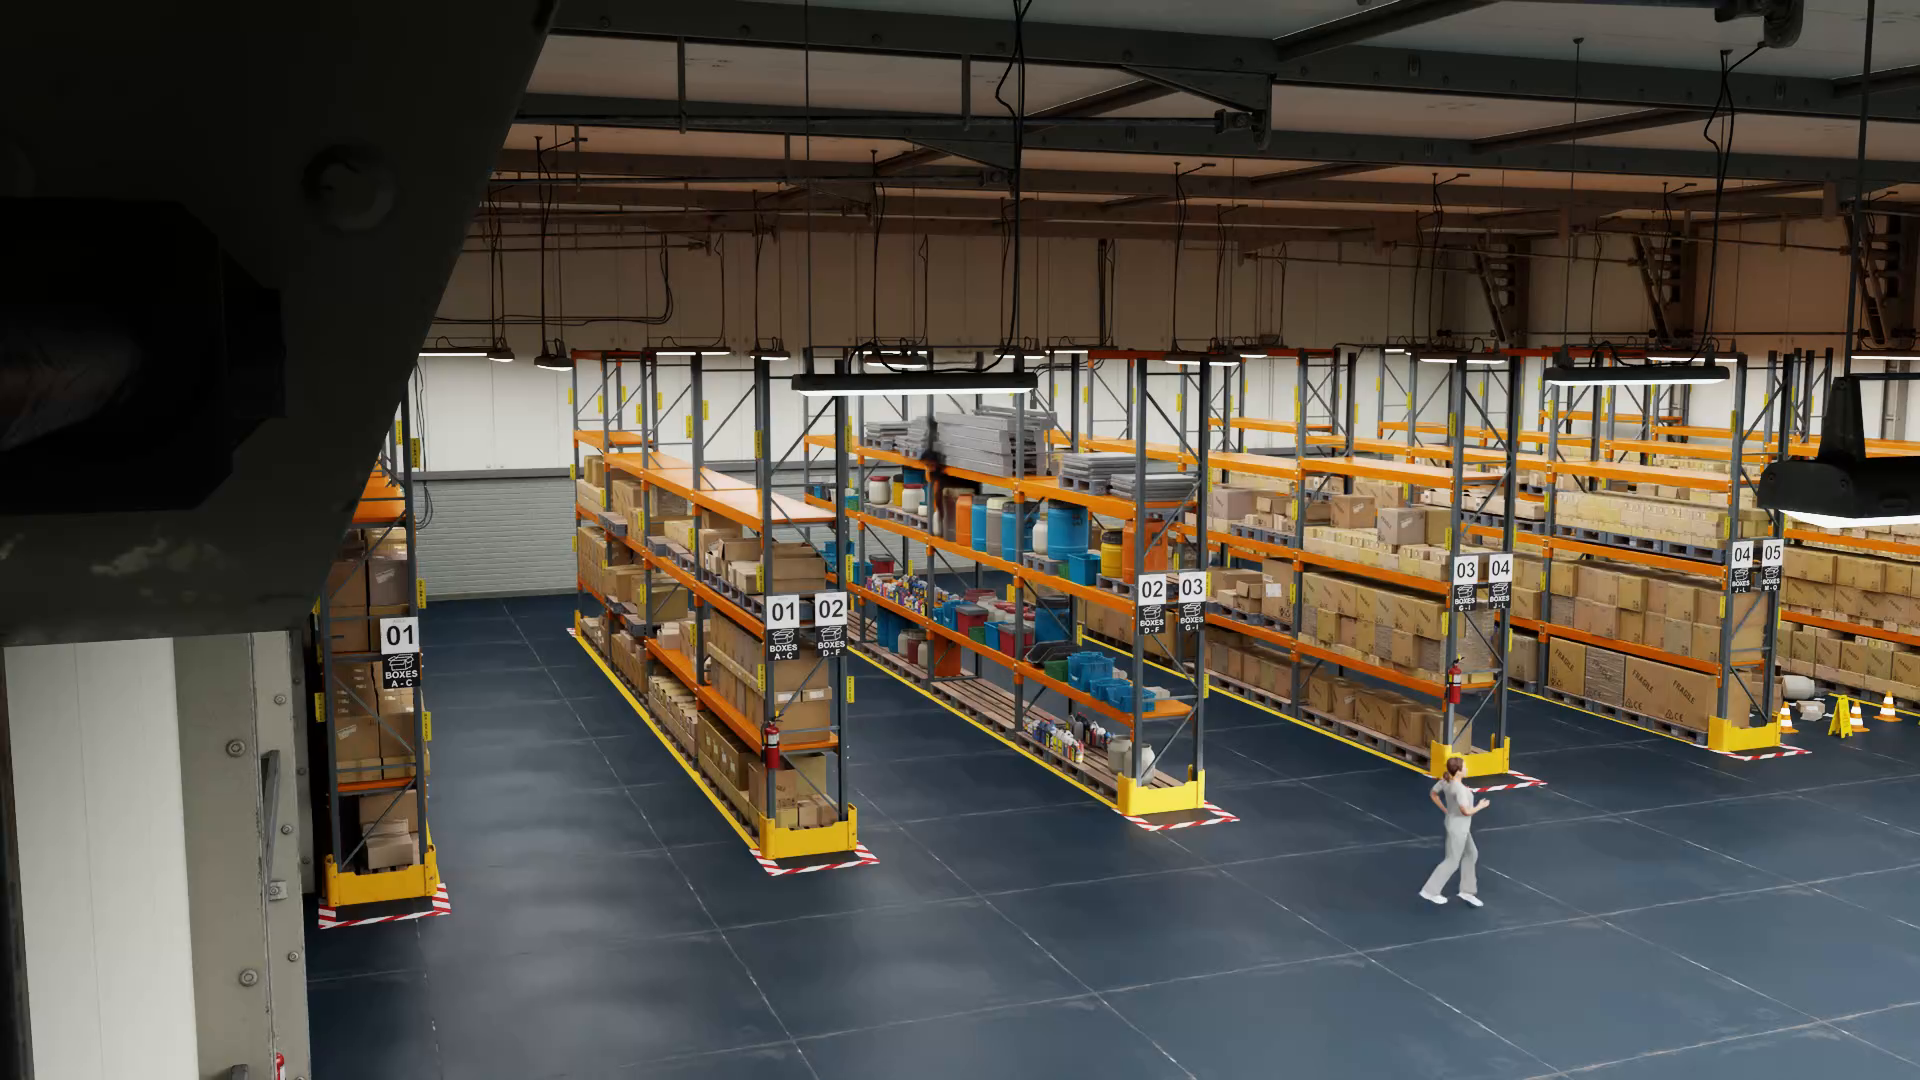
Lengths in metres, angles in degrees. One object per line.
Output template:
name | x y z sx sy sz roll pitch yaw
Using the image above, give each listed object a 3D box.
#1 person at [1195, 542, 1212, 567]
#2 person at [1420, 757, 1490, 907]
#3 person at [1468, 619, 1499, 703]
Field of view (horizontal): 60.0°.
person | 6.172 0.325 41.585 0.838 1.755 0.803 -1 7 -8
person | 5.446 3.224 18.308 0.728 1.714 0.534 0 7 1
person | 9.041 1.951 28.849 0.553 1.702 0.801 -4 8 -27
